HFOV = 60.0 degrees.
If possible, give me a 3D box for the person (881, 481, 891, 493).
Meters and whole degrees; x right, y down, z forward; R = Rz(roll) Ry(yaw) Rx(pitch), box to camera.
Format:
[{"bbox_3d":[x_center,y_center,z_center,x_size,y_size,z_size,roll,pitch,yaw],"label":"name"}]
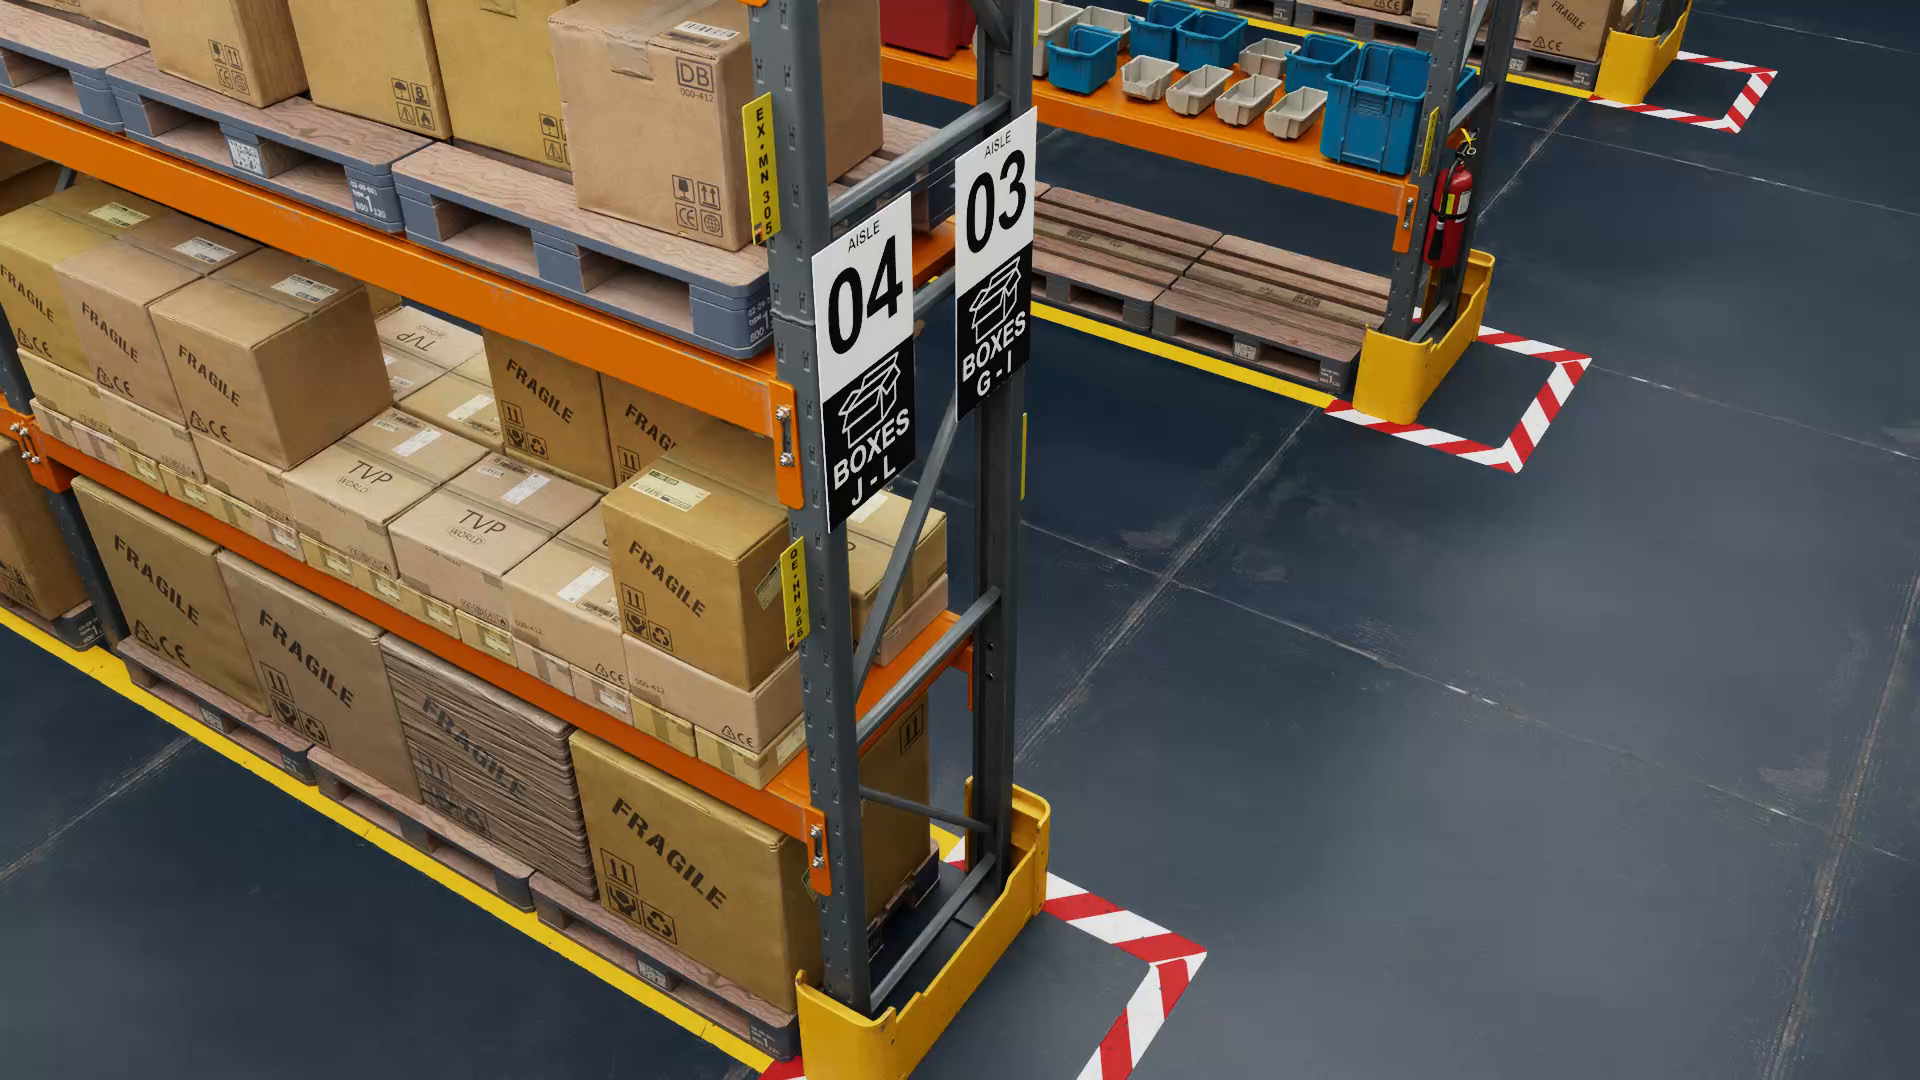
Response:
[{"bbox_3d":[-0.511,-0.819,7.742,0.544,1.779,0.550,17,41,21],"label":"person"}]
